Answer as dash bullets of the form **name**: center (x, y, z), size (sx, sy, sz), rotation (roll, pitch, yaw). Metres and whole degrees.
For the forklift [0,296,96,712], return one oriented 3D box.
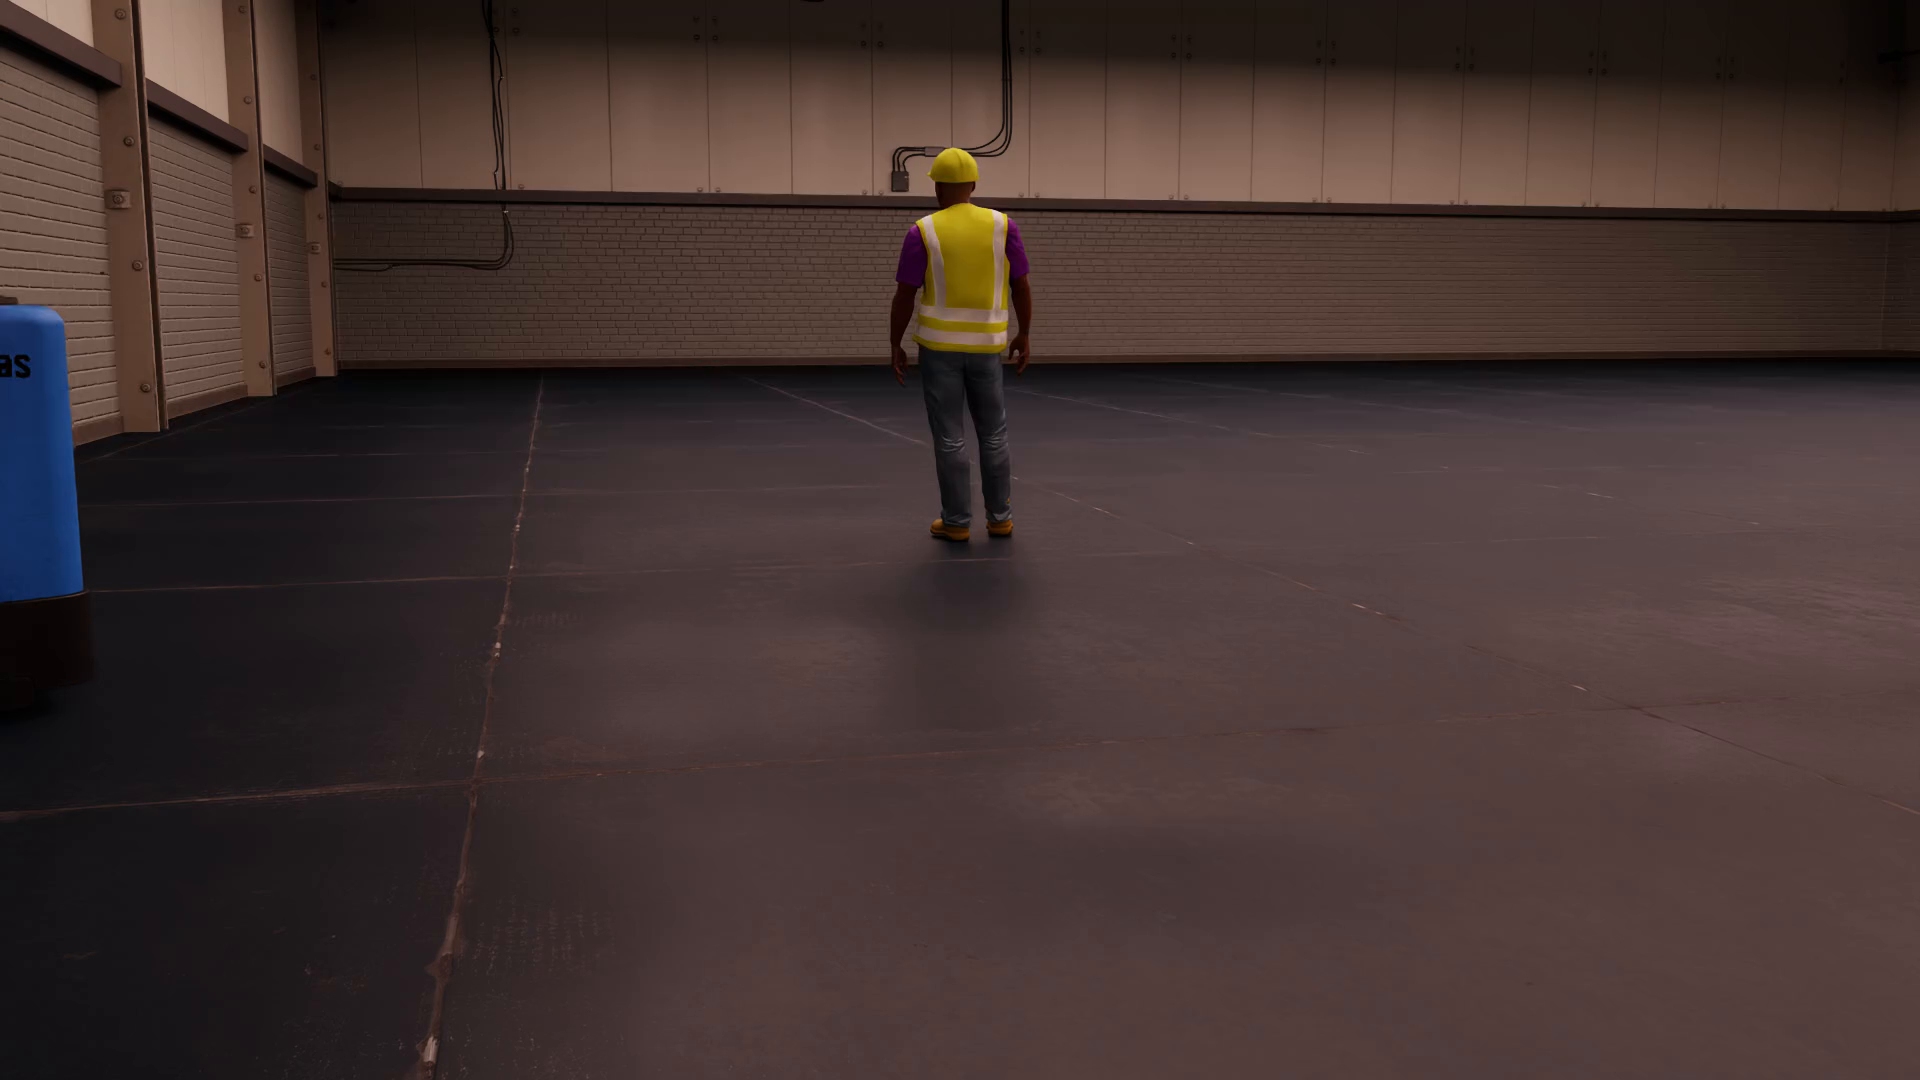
- **forklift**: center (-3.727, -0.901, 3.571), size (1.130, 2.935, 3.031), rotation (8, 11, 43)

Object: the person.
- **person**: center (-0.011, -0.891, 7.653), size (0.665, 1.768, 0.575), rotation (-2, 8, -13)
